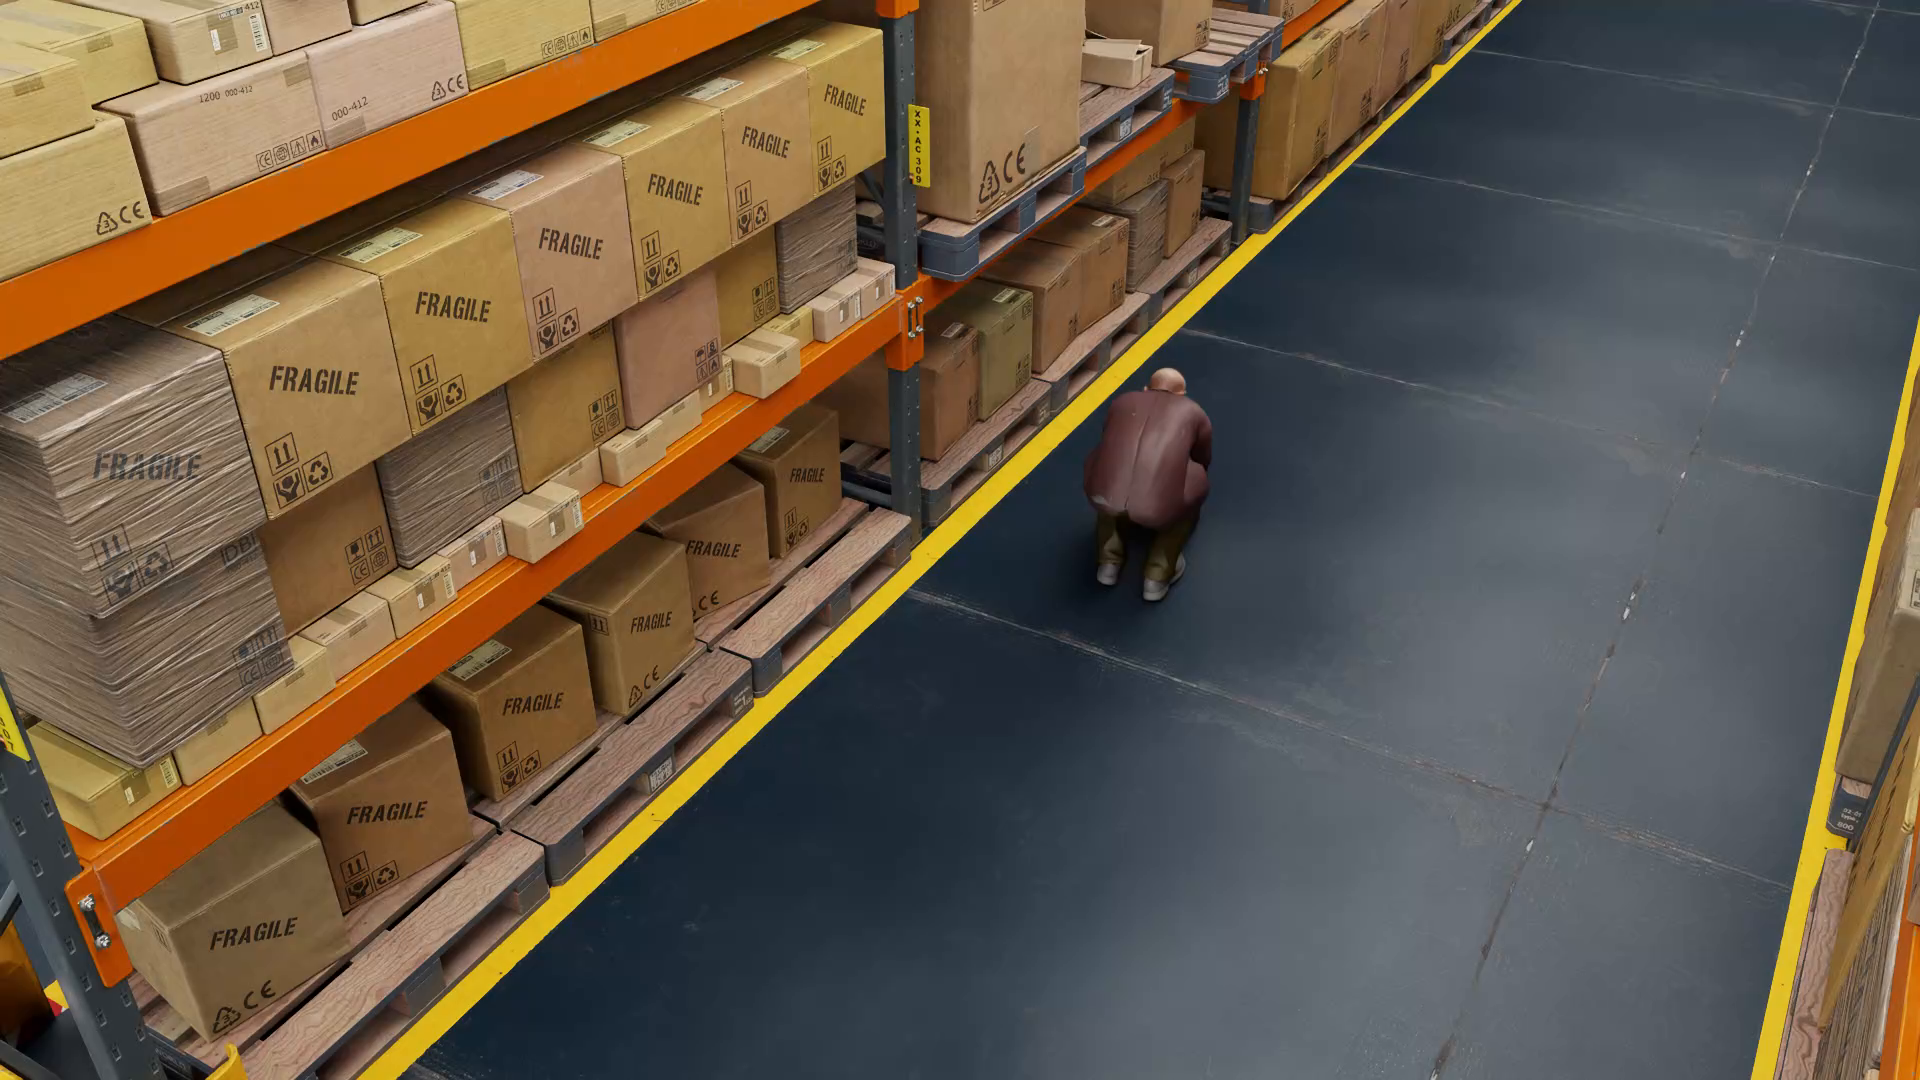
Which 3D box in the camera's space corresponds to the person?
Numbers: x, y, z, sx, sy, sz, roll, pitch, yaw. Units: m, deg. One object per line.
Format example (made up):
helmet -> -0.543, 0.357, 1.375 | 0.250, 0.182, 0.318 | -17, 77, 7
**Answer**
person -> 0.849, -0.252, 7.429 | 0.573, 0.823, 0.972 | 11, 35, 16
